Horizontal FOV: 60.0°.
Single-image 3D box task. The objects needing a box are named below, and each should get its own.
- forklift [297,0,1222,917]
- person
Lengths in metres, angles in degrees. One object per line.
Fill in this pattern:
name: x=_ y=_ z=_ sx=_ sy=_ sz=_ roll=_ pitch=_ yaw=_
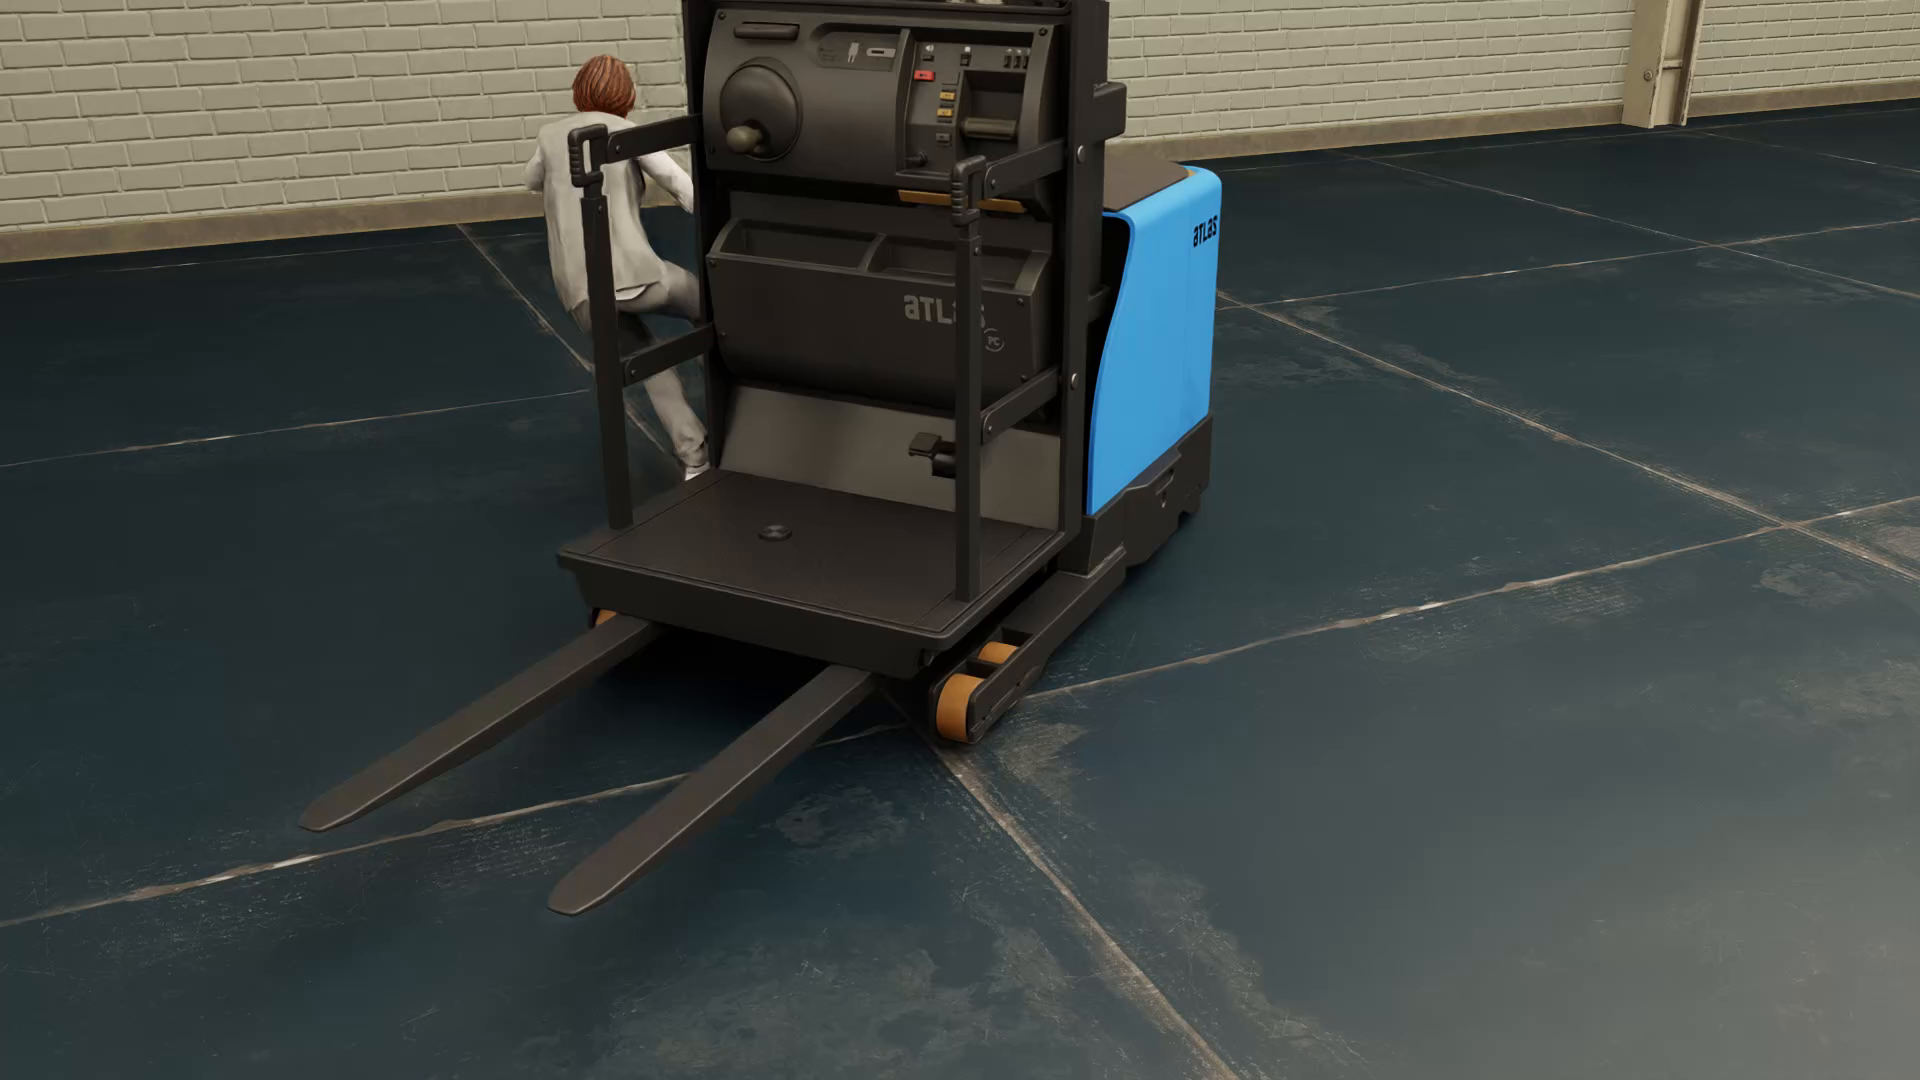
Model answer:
forklift: x=-0.307 y=-1.063 z=3.844 sx=1.130 sy=2.935 sz=3.031 roll=11 pitch=25 yaw=24
person: x=-0.995 y=-0.903 z=5.526 sx=0.915 sy=1.368 sz=0.837 roll=0 pitch=23 yaw=1
